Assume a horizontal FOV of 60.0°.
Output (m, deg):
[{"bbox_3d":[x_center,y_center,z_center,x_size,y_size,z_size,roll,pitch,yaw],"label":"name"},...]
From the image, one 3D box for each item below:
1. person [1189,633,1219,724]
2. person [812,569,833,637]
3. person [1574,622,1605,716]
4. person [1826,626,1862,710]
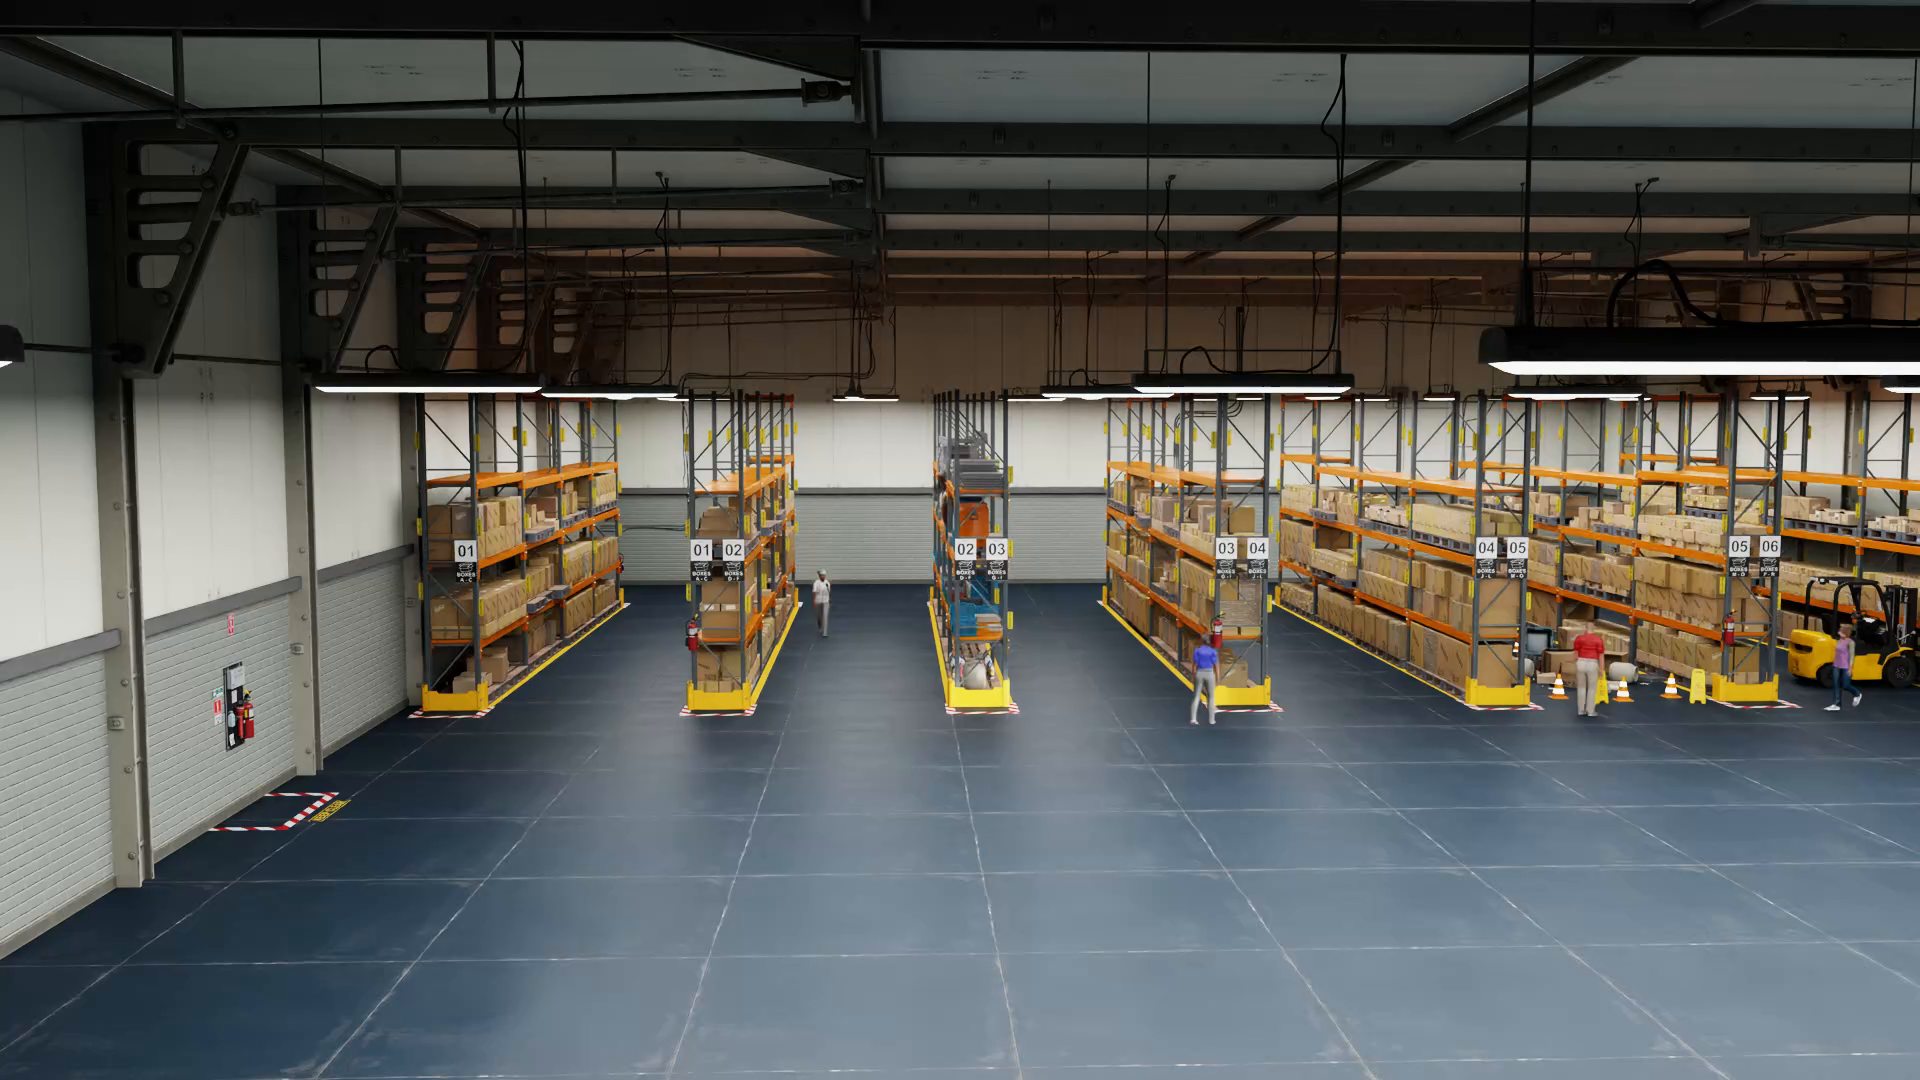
[{"bbox_3d":[4.408,2.504,29.804,0.487,1.710,0.436,2,5,28],"label":"person"},{"bbox_3d":[-3.392,1.547,41.106,0.493,1.656,0.926,0,5,1],"label":"person"},{"bbox_3d":[11.544,2.363,30.502,0.547,1.739,0.416,3,6,36],"label":"person"},{"bbox_3d":[16.541,2.392,31.042,0.662,1.583,0.417,-2,5,-27],"label":"person"}]
